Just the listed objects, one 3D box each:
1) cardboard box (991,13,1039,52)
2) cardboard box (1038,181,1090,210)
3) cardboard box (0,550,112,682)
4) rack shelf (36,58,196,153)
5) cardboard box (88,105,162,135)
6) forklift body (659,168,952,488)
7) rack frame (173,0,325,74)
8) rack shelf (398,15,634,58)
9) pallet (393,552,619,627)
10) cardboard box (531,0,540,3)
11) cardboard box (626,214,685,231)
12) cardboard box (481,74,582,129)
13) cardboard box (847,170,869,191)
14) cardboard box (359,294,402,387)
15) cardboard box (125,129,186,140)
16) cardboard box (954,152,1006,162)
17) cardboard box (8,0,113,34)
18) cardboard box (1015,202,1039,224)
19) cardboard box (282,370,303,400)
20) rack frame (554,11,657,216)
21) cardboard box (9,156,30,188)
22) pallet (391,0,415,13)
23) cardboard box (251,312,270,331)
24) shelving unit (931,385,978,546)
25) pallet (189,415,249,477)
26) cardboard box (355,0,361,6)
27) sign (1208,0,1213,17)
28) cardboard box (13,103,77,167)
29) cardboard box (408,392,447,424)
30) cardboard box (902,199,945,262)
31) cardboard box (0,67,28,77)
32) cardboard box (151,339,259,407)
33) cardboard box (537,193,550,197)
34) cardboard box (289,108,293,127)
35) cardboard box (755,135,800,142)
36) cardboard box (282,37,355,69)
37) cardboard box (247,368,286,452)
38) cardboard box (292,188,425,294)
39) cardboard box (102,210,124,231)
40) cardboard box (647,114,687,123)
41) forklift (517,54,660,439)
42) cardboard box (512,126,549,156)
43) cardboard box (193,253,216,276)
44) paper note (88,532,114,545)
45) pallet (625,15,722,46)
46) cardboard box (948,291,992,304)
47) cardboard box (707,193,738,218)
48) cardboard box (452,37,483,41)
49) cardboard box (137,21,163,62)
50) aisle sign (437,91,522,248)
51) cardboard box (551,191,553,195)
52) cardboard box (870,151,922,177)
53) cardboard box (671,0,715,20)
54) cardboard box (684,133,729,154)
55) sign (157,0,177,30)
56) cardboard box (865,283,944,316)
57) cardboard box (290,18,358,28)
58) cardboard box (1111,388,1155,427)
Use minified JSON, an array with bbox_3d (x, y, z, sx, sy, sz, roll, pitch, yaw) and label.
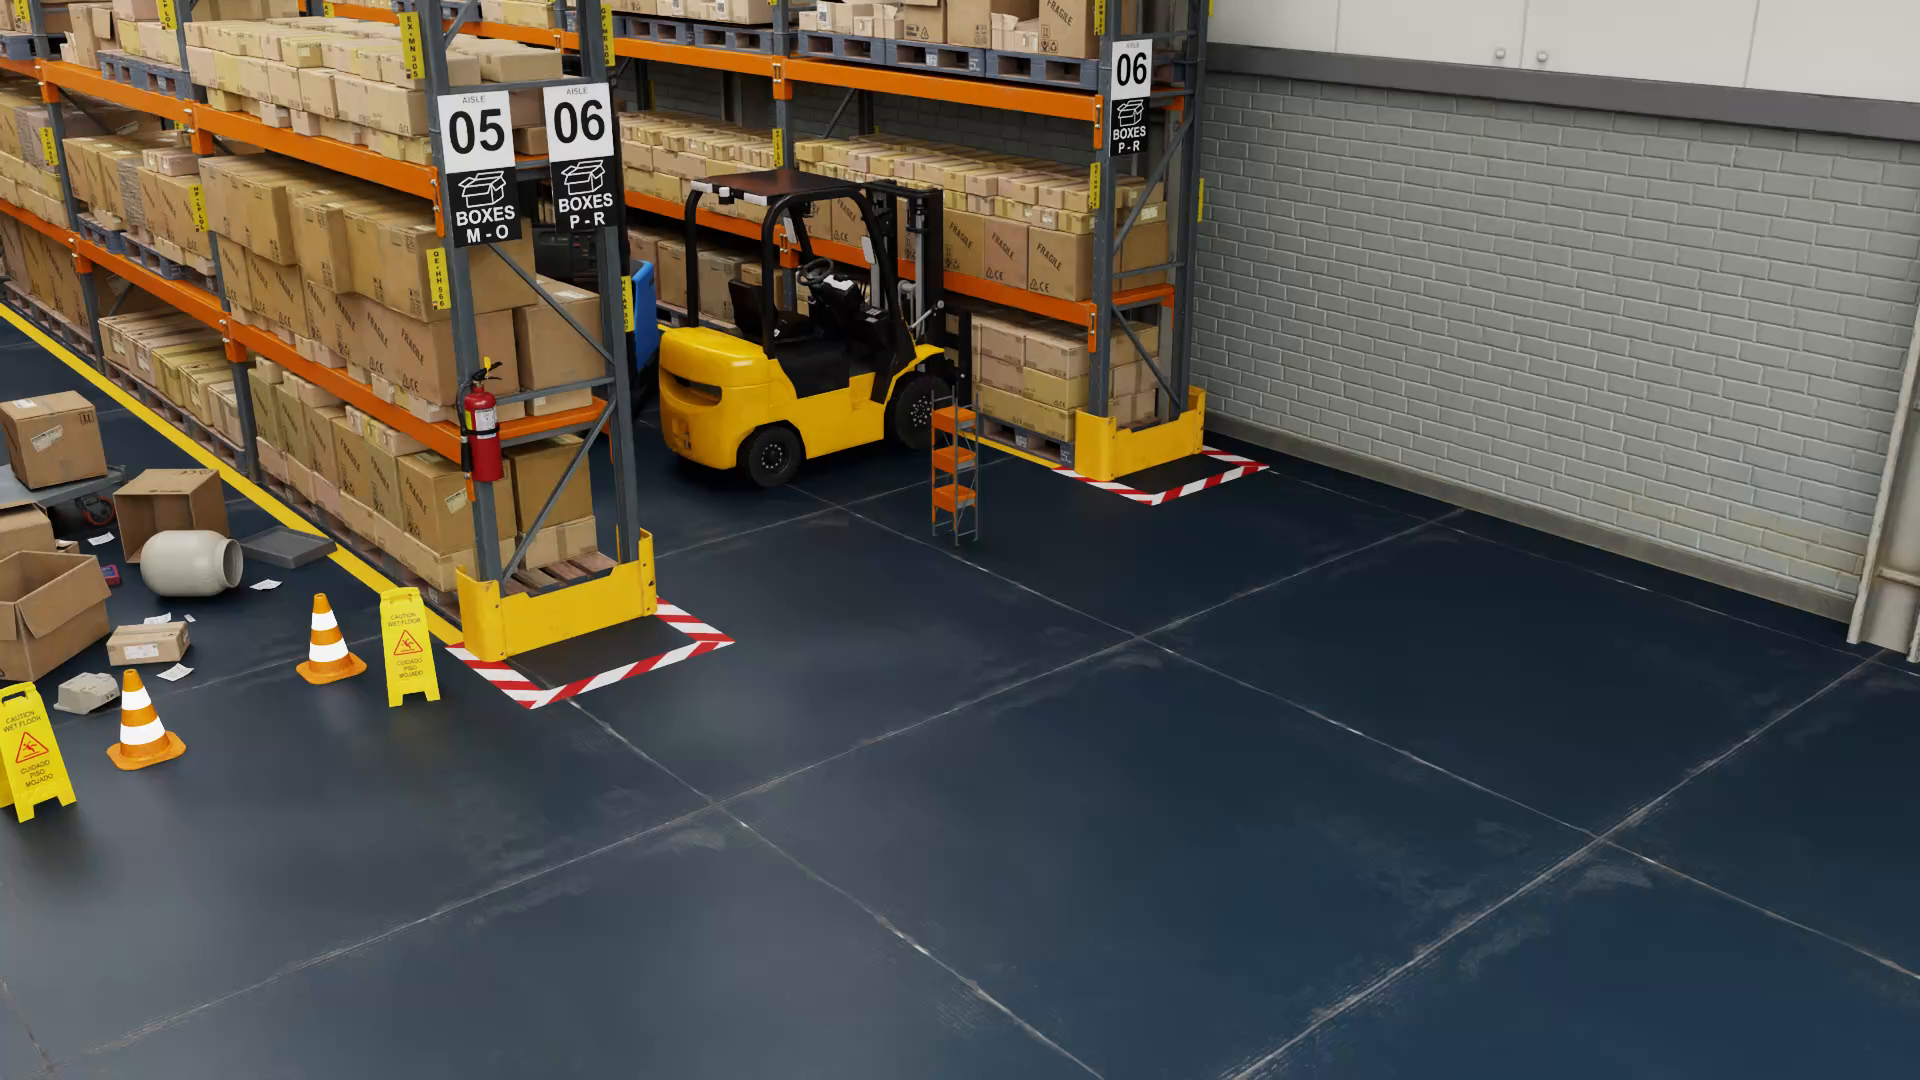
[{"bbox_3d":[0.458,-3.826,12.499,0.396,0.266,0.258,-17,27,-37],"label":"cardboard box"},{"bbox_3d":[0.817,-2.620,12.626,0.380,0.149,0.250,-17,27,-37],"label":"cardboard box"},{"bbox_3d":[-5.428,0.439,9.673,0.637,0.503,0.797,3,22,9],"label":"cardboard box"},{"bbox_3d":[-6.280,-3.560,13.334,1.077,0.370,4.000,-17,27,-37],"label":"rack shelf"},{"bbox_3d":[-7.722,-3.758,15.457,0.500,0.500,0.500,-19,28,-39],"label":"cardboard box"},{"bbox_3d":[-1.225,-1.718,12.921,2.313,2.155,1.214,-17,27,-37],"label":"forklift body"},{"bbox_3d":[-4.974,-4.739,11.245,1.000,3.000,0.127,-17,27,-37],"label":"rack frame"},{"bbox_3d":[-5.133,-5.848,19.176,1.077,0.370,4.000,-17,27,-37],"label":"rack shelf"},{"bbox_3d":[-2.916,0.204,10.675,1.003,0.211,1.213,-17,27,-37],"label":"pallet"},{"bbox_3d":[-4.395,-5.863,17.887,0.380,0.149,0.250,-18,28,-39],"label":"cardboard box"},{"bbox_3d":[-3.430,-3.148,18.089,0.875,0.625,0.625,-16,27,-36],"label":"cardboard box"},{"bbox_3d":[-2.490,-2.509,9.461,0.500,0.250,0.500,-18,28,-38],"label":"cardboard box"},{"bbox_3d":[-0.741,-3.104,14.270,0.380,0.149,0.250,-17,27,-36],"label":"cardboard box"},{"bbox_3d":[-3.250,-1.250,10.017,0.500,0.500,0.500,-17,27,-37],"label":"cardboard box"},{"bbox_3d":[-7.078,-3.372,14.860,0.500,0.500,0.500,-18,28,-39],"label":"cardboard box"},{"bbox_3d":[0.174,-3.161,14.006,0.380,0.149,0.250,-16,27,-36],"label":"cardboard box"},{"bbox_3d":[-7.946,-4.760,14.693,0.797,0.503,0.637,-20,29,-41],"label":"cardboard box"},{"bbox_3d":[0.644,-2.551,12.858,0.380,0.149,0.250,-17,27,-36],"label":"cardboard box"},{"bbox_3d":[-4.421,-1.095,11.443,0.380,0.149,0.250,-16,27,-35],"label":"cardboard box"},{"bbox_3d":[-3.827,-4.234,18.181,1.000,3.000,0.127,-17,27,-37],"label":"rack frame"},{"bbox_3d":[-8.781,-3.565,15.993,0.500,0.250,0.500,-18,28,-39],"label":"cardboard box"},{"bbox_3d":[-6.066,-6.451,19.987,1.213,0.211,1.003,-17,27,-37],"label":"pallet"},{"bbox_3d":[-4.807,-1.608,11.821,0.380,0.149,0.250,-16,27,-36],"label":"cardboard box"},{"bbox_3d":[-0.035,-0.504,11.330,0.215,1.050,0.252,-17,27,-37],"label":"shelving unit"},{"bbox_3d":[-5.483,-0.862,13.396,1.003,0.211,1.213,-17,27,-37],"label":"pallet"},{"bbox_3d":[-7.532,-6.942,21.327,0.380,0.149,0.250,-16,27,-36],"label":"cardboard box"},{"bbox_3d":[1.819,-3.995,12.150,0.100,0.325,0.005,-17,27,-37],"label":"sign"},{"bbox_3d":[-8.462,-3.784,15.523,0.500,0.500,0.500,-17,27,-37],"label":"cardboard box"},{"bbox_3d":[-3.019,-0.820,9.809,0.380,0.149,0.250,-18,28,-38],"label":"cardboard box"},{"bbox_3d":[-0.128,-2.567,13.788,0.500,0.500,0.500,-17,27,-37],"label":"cardboard box"},{"bbox_3d":[-10.206,-5.119,18.044,0.380,0.149,0.250,-18,28,-38],"label":"cardboard box"},{"bbox_3d":[-6.245,-1.452,14.105,0.950,0.372,0.625,-16,27,-36],"label":"cardboard box"},{"bbox_3d":[-4.983,-3.947,19.412,0.380,0.149,0.250,-18,28,-38],"label":"cardboard box"},{"bbox_3d":[-3.949,-2.654,10.379,0.380,0.149,0.250,-17,27,-37],"label":"cardboard box"},{"bbox_3d":[-1.763,-3.847,16.166,0.380,0.149,0.250,-18,28,-38],"label":"cardboard box"},{"bbox_3d":[-3.834,-2.931,9.992,0.380,0.149,0.250,-17,27,-36],"label":"cardboard box"},{"bbox_3d":[-4.794,-0.983,12.047,0.500,0.500,0.500,-16,26,-35],"label":"cardboard box"},{"bbox_3d":[-3.598,-1.839,10.149,0.700,0.500,0.500,-18,28,-38],"label":"cardboard box"},{"bbox_3d":[-7.047,-2.742,14.141,0.380,0.149,0.250,-17,27,-37],"label":"cardboard box"},{"bbox_3d":[-3.083,-4.409,17.601,0.380,0.149,0.250,-17,27,-37],"label":"cardboard box"},{"bbox_3d":[-3.291,-2.352,13.471,1.130,2.935,3.031,0,21,1],"label":"forklift"},{"bbox_3d":[-2.334,-2.290,9.448,0.380,0.149,0.250,-17,27,-37],"label":"cardboard box"},{"bbox_3d":[-5.519,-2.101,12.504,0.380,0.149,0.250,-17,27,-37],"label":"cardboard box"},{"bbox_3d":[-5.921,-0.011,11.470,0.148,0.019,0.142,-17,27,-37],"label":"paper note"},{"bbox_3d":[-2.584,-5.068,16.457,1.003,0.211,1.213,-16,26,-35],"label":"pallet"},{"bbox_3d":[0.248,-2.003,14.309,0.500,0.250,0.500,-18,28,-38],"label":"cardboard box"},{"bbox_3d":[-2.076,-3.273,15.934,0.500,0.250,0.500,-18,27,-38],"label":"cardboard box"},{"bbox_3d":[-3.075,-2.921,9.967,0.380,0.149,0.250,-18,27,-38],"label":"cardboard box"},{"bbox_3d":[-5.792,-3.736,12.427,0.500,0.250,0.500,-17,27,-37],"label":"cardboard box"},{"bbox_3d":[-2.542,-1.965,8.824,0.394,0.787,0.004,-17,27,-37],"label":"aisle sign"},{"bbox_3d":[-4.622,-4.073,19.732,0.380,0.149,0.250,-18,28,-39],"label":"cardboard box"},{"bbox_3d":[-0.540,-3.177,14.048,0.380,0.149,0.250,-18,28,-38],"label":"cardboard box"},{"bbox_3d":[-2.374,-5.080,15.637,0.500,0.311,0.500,-19,28,-39],"label":"cardboard box"},{"bbox_3d":[-2.464,-3.865,16.212,0.380,0.149,0.250,-17,27,-37],"label":"cardboard box"},{"bbox_3d":[-5.392,-3.634,11.286,0.100,0.325,0.005,-17,27,-37],"label":"sign"},{"bbox_3d":[-0.479,-2.023,14.359,0.500,0.250,0.500,-16,27,-36],"label":"cardboard box"},{"bbox_3d":[-4.374,-3.508,11.465,0.380,0.149,0.250,-18,28,-39],"label":"cardboard box"},{"bbox_3d":[1.222,-1.121,13.428,0.500,0.250,0.500,-17,27,-37],"label":"cardboard box"}]
